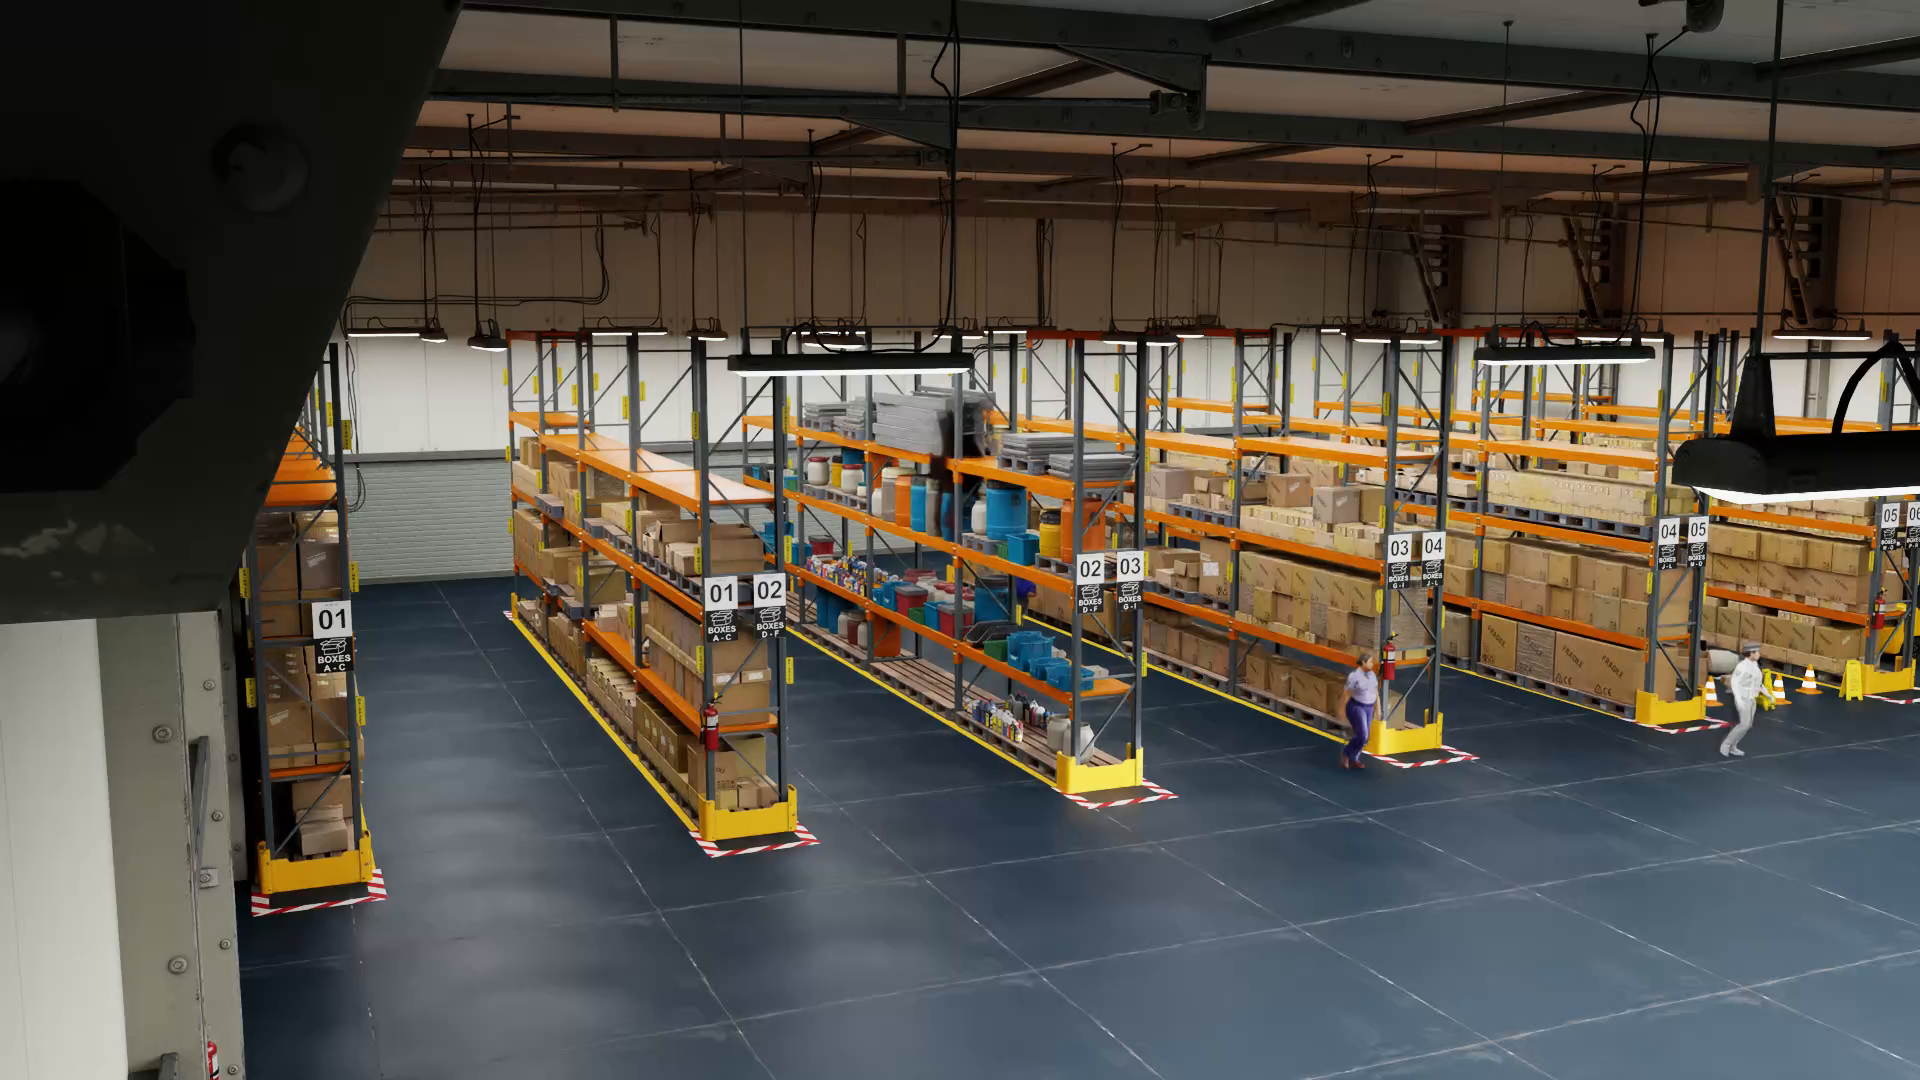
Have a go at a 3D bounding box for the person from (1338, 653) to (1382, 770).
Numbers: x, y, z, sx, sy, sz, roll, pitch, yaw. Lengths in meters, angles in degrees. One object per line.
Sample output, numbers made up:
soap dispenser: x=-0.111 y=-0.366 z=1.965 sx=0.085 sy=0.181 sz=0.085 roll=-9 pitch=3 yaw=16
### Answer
person: x=5.577 y=2.379 z=23.122 sx=0.558 sy=1.634 sz=0.468 roll=-6 pitch=10 yaw=-36

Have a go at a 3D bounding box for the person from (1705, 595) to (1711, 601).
person: x=15.288 y=0.932 z=33.734 sx=0.658 sy=1.677 sz=0.765 roll=-5 pitch=9 yaw=-31

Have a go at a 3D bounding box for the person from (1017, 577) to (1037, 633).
person: x=1.187 y=1.201 z=32.359 sx=0.569 sy=1.433 sz=1.095 roll=-1 pitch=8 yaw=-6

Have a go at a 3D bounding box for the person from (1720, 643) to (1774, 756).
person: x=11.275 y=2.301 z=23.814 sx=0.563 sy=1.663 sz=0.712 roll=7 pitch=11 yaw=43
